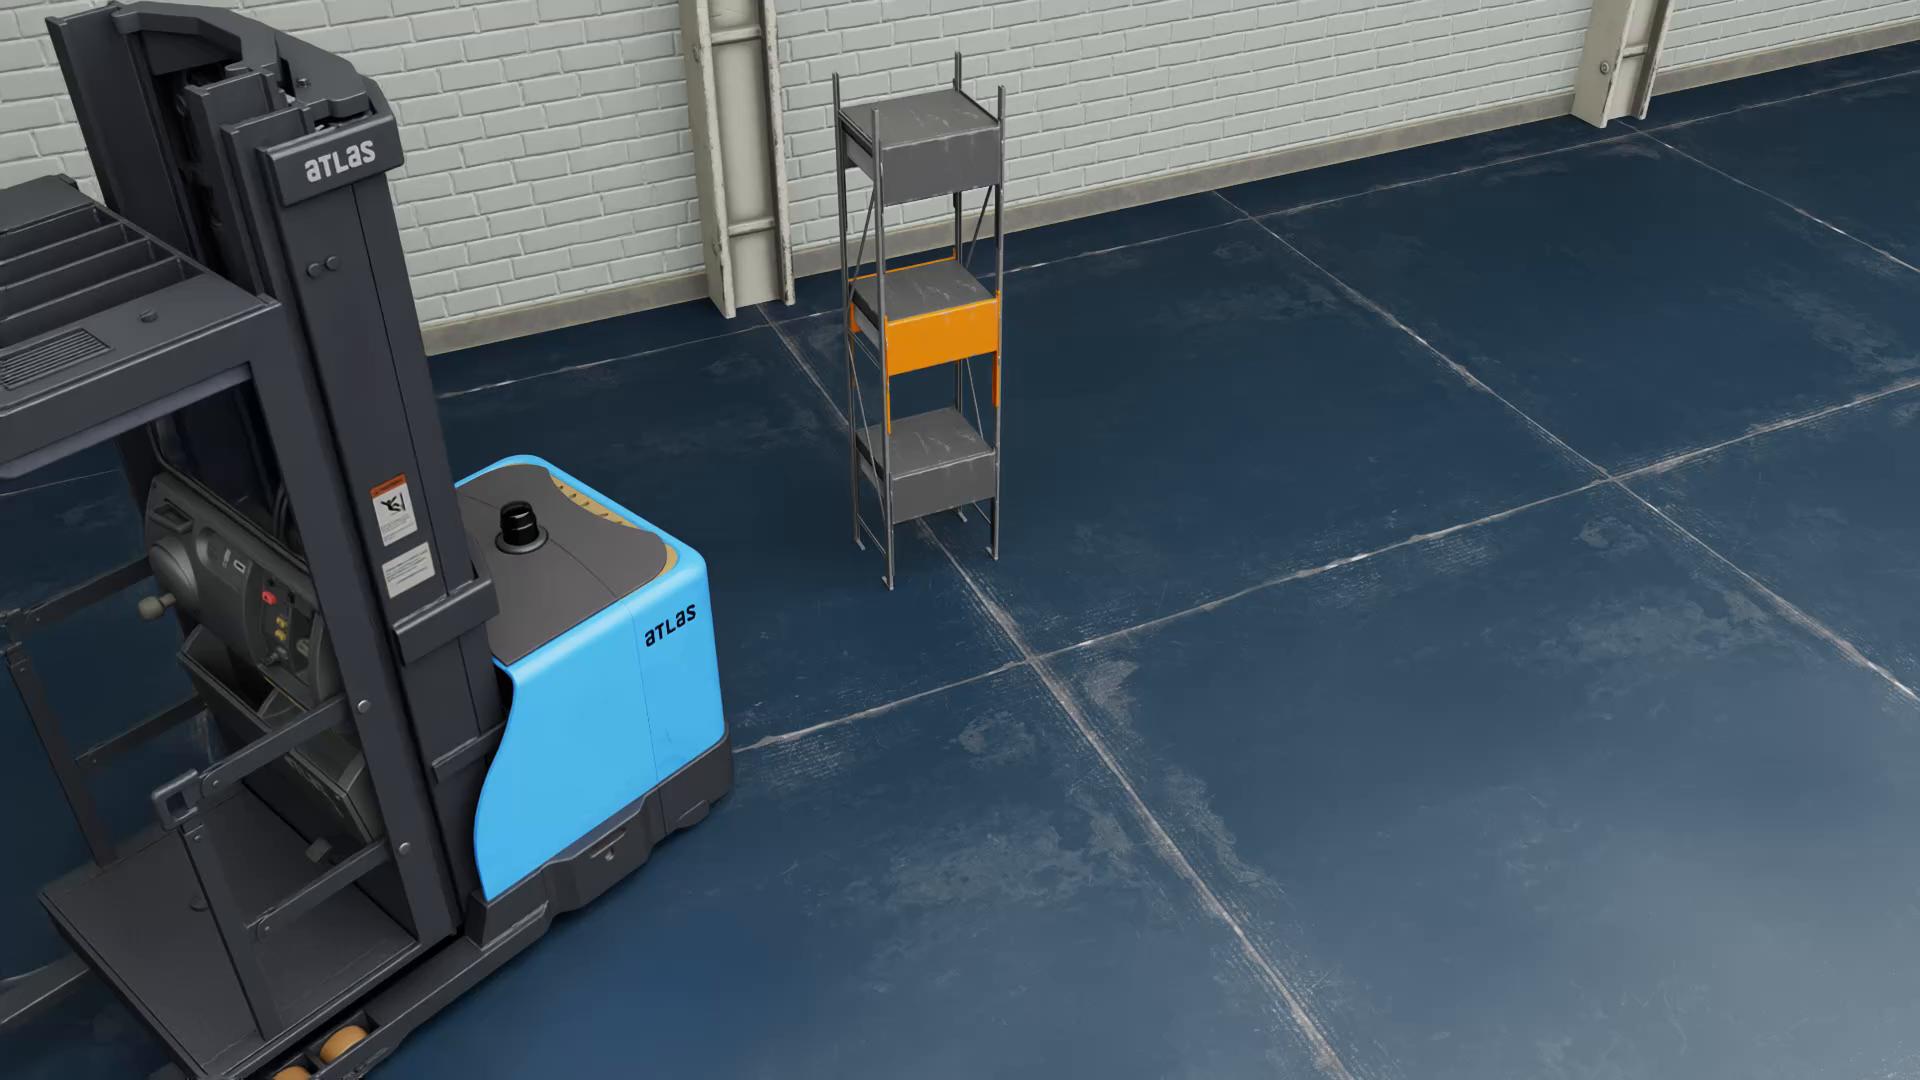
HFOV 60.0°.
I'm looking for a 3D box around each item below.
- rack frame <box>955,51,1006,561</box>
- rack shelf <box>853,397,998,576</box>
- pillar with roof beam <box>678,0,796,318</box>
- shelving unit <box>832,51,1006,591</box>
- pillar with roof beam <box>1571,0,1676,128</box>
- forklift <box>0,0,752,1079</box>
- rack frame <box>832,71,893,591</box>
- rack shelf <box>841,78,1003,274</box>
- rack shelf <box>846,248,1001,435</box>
[{"bbox_3d":[0.071,-0.863,6.651,0.015,2.100,0.400,-16,39,-20],"label":"rack frame"},{"bbox_3d":[-0.150,-0.228,6.993,0.480,0.518,0.431,-16,39,-20],"label":"rack shelf"},{"bbox_3d":[0.699,-2.602,3.204,0.400,9.000,9.100,-16,39,-20],"label":"pillar with roof beam"},{"bbox_3d":[-0.150,-0.801,6.568,0.503,2.100,0.431,-16,39,-20],"label":"shelving unit"},{"bbox_3d":[6.131,-4.120,5.251,0.400,9.000,9.100,-16,39,-20],"label":"pillar with roof beam"},{"bbox_3d":[-2.105,0.169,4.562,1.130,2.935,3.031,28,45,32],"label":"forklift"},{"bbox_3d":[-0.371,-0.740,6.485,0.015,2.100,0.400,-16,39,-20],"label":"rack frame"},{"bbox_3d":[-0.150,-1.353,6.159,0.480,0.518,0.431,-16,39,-20],"label":"rack shelf"},{"bbox_3d":[-0.150,-0.790,6.576,0.480,0.518,0.431,-16,39,-20],"label":"rack shelf"}]
